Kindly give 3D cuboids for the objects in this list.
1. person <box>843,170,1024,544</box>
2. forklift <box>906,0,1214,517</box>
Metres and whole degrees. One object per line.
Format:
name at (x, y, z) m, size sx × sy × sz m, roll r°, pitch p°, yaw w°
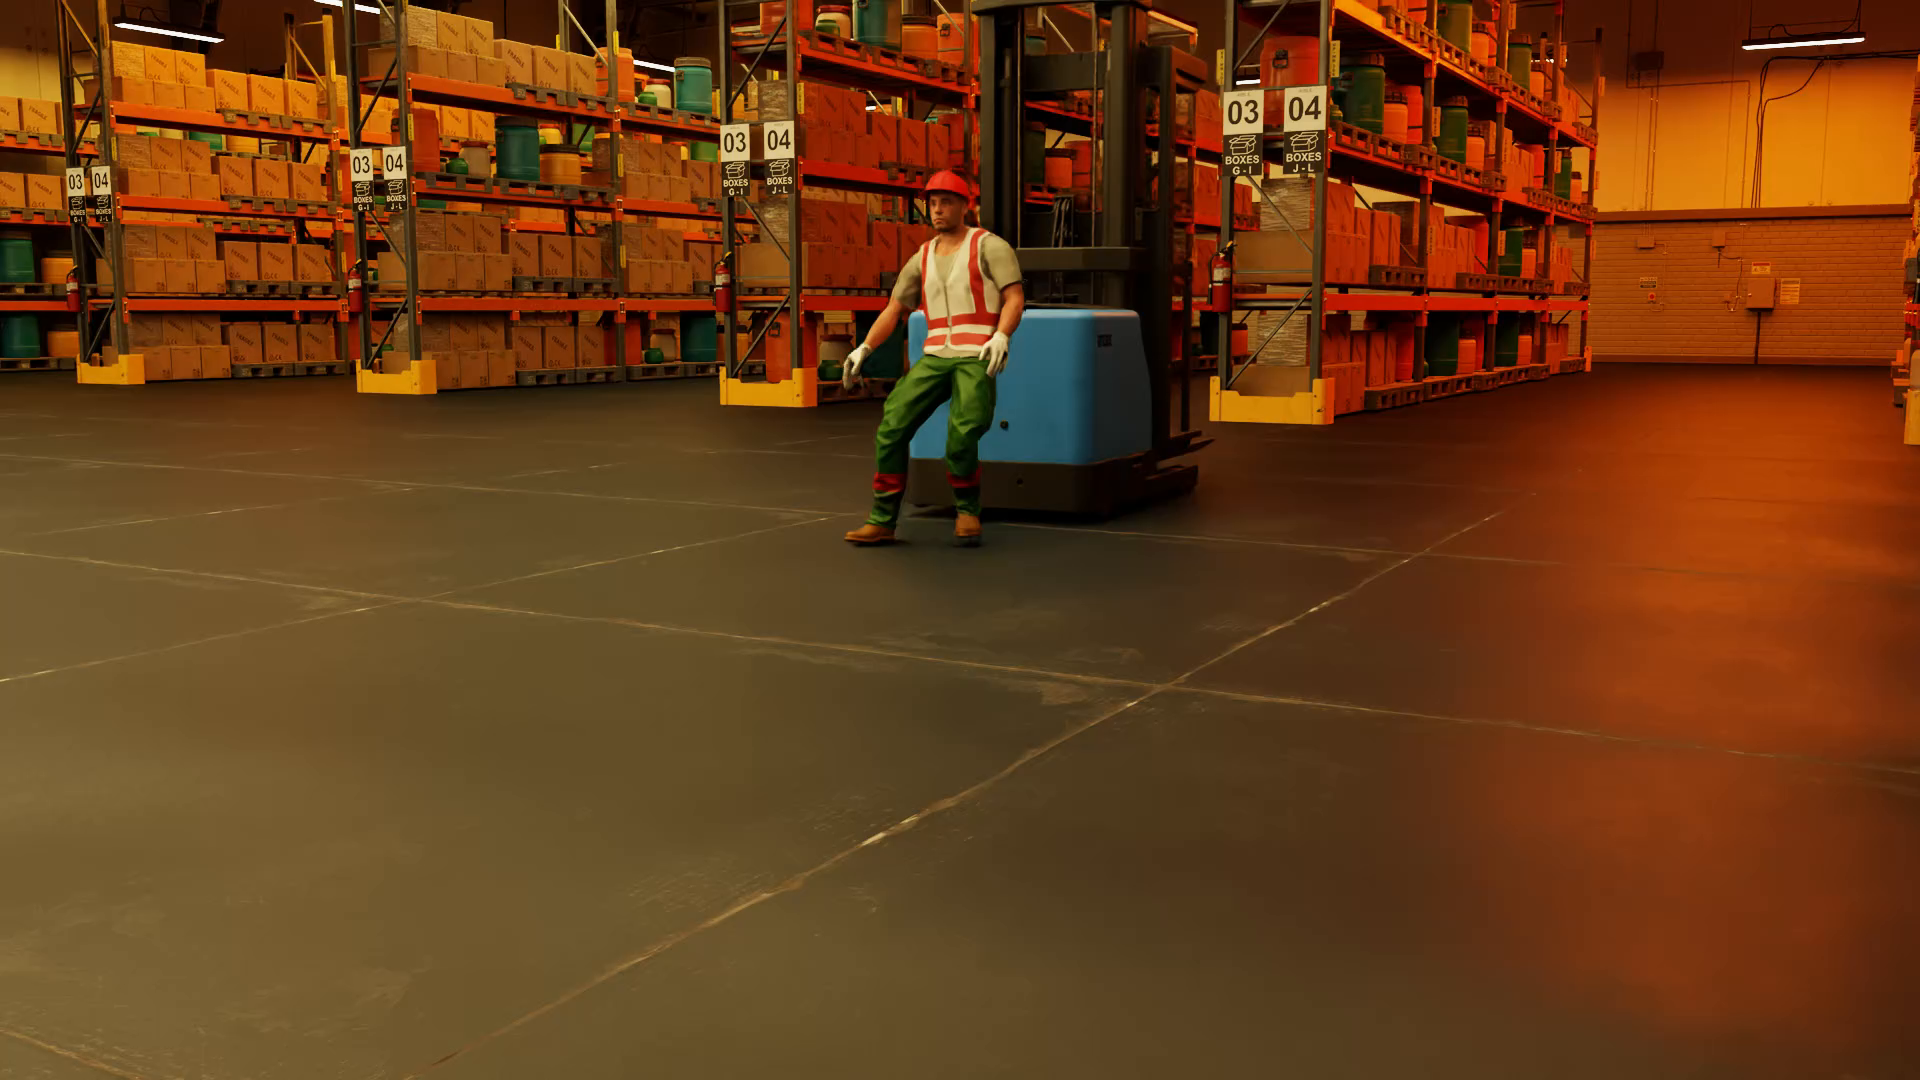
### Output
person at (-0.114, -0.816, 7.540) m, size 0.810 × 1.700 × 0.570 m, roll 5°, pitch 9°, yaw 30°
forklift at (0.773, -1.732, 9.646) m, size 1.130 × 2.935 × 3.031 m, roll 3°, pitch 9°, yaw 23°
